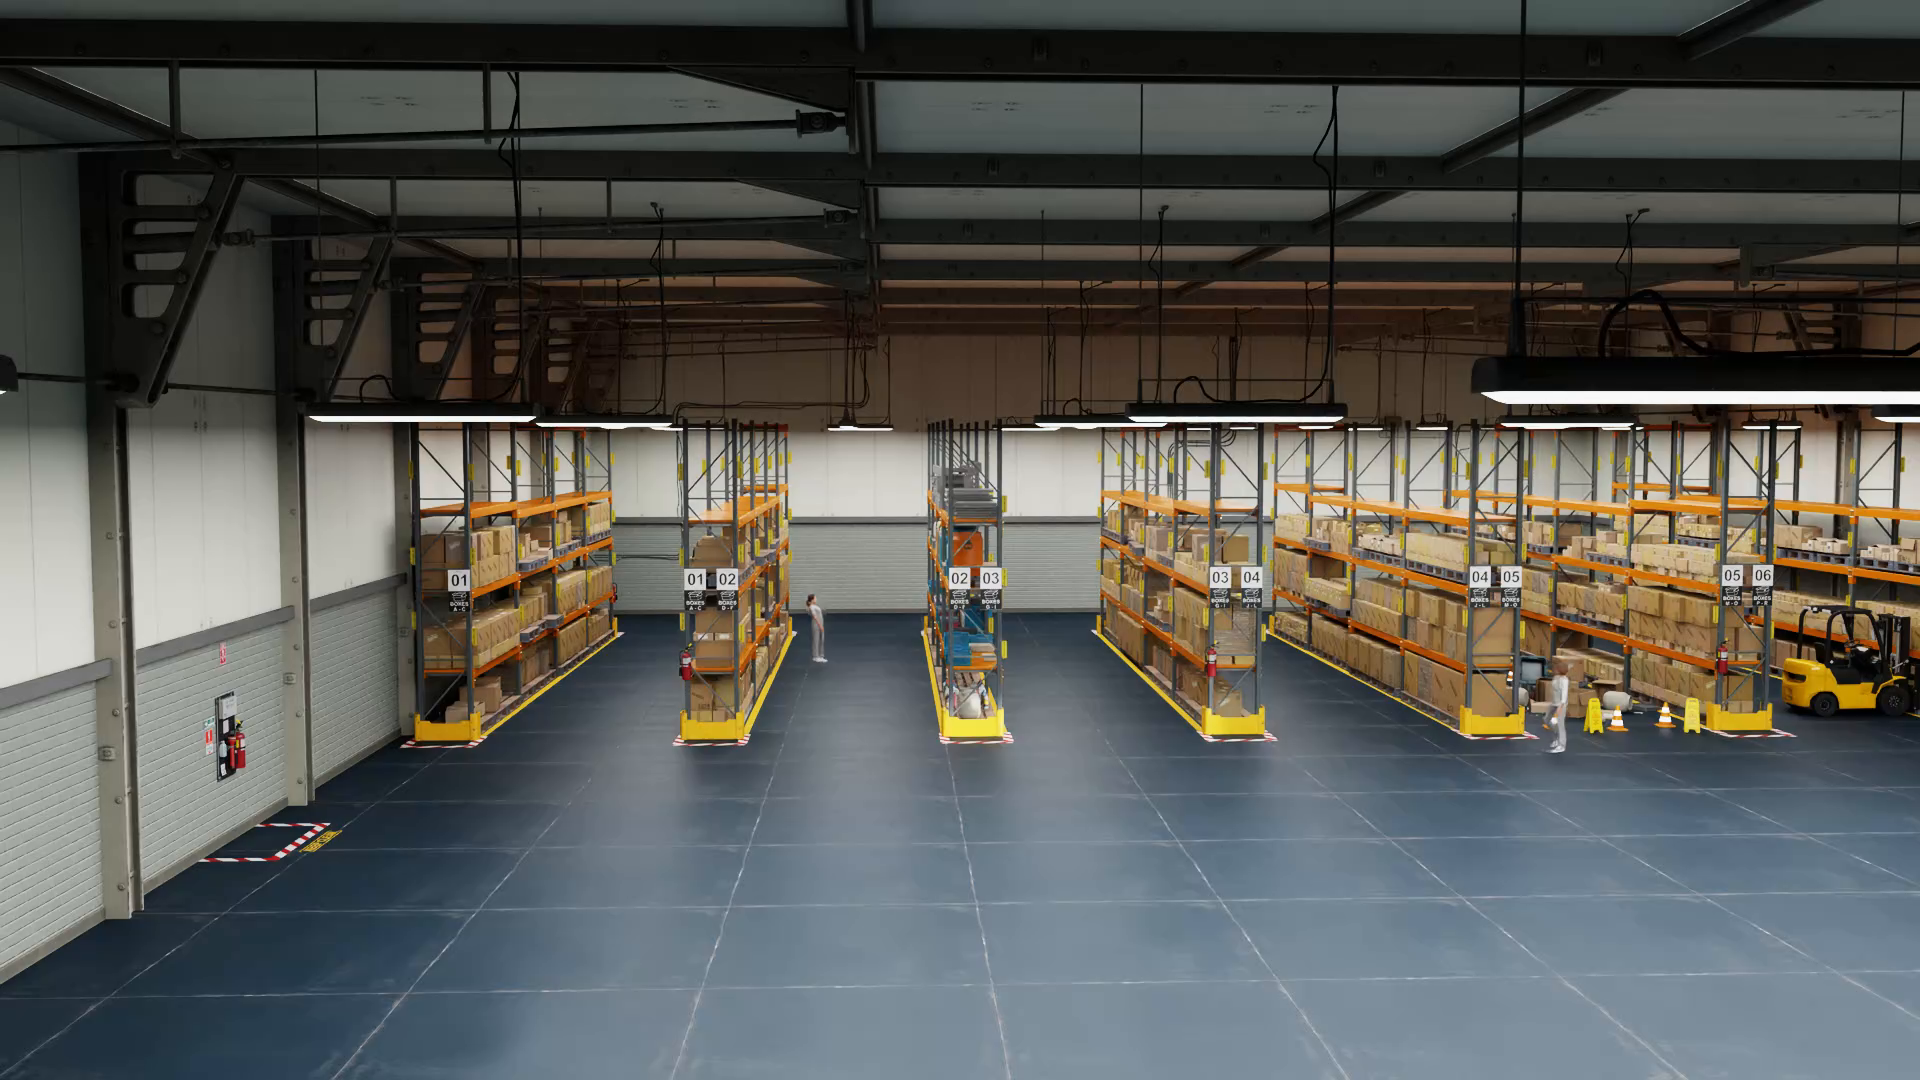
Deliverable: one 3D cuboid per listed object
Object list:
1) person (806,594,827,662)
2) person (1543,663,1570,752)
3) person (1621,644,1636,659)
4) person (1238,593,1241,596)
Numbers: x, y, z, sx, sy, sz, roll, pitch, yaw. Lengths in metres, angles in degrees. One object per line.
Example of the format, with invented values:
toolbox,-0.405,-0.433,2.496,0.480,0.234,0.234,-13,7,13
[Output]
person,-3.500,2.173,41.028,0.539,1.700,0.546,2,4,25
person,10.768,2.996,29.969,0.410,1.598,0.504,-1,4,-19
person,16.393,2.274,40.826,0.475,1.690,0.437,-3,5,-41
person,6.925,2.190,41.413,0.448,1.766,0.679,-2,4,-31
